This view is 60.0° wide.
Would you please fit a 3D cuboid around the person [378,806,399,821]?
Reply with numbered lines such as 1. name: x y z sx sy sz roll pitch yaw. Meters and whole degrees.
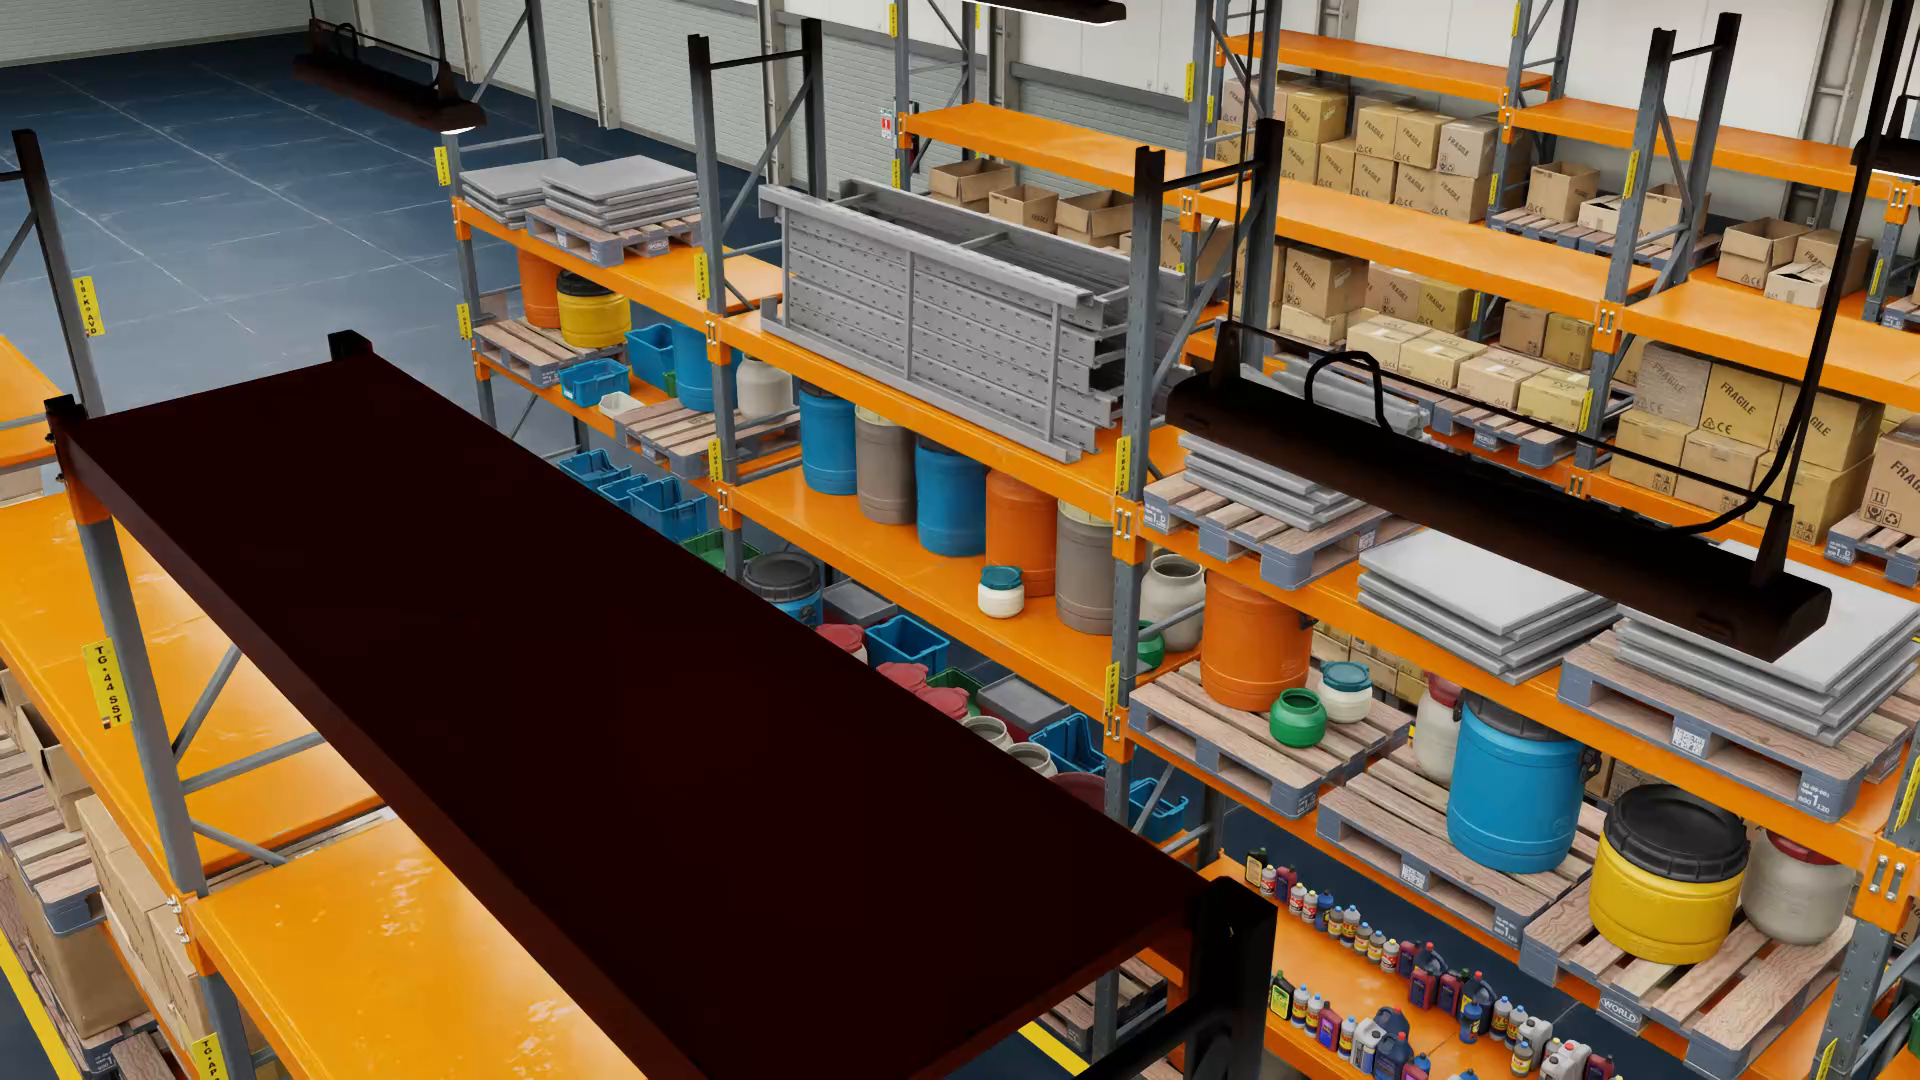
1. person: -3.754 2.296 11.145 0.641 1.754 0.736 -12 29 -23

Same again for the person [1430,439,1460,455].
1. person: 4.844 -0.653 17.046 0.964 1.597 0.538 13 30 24
